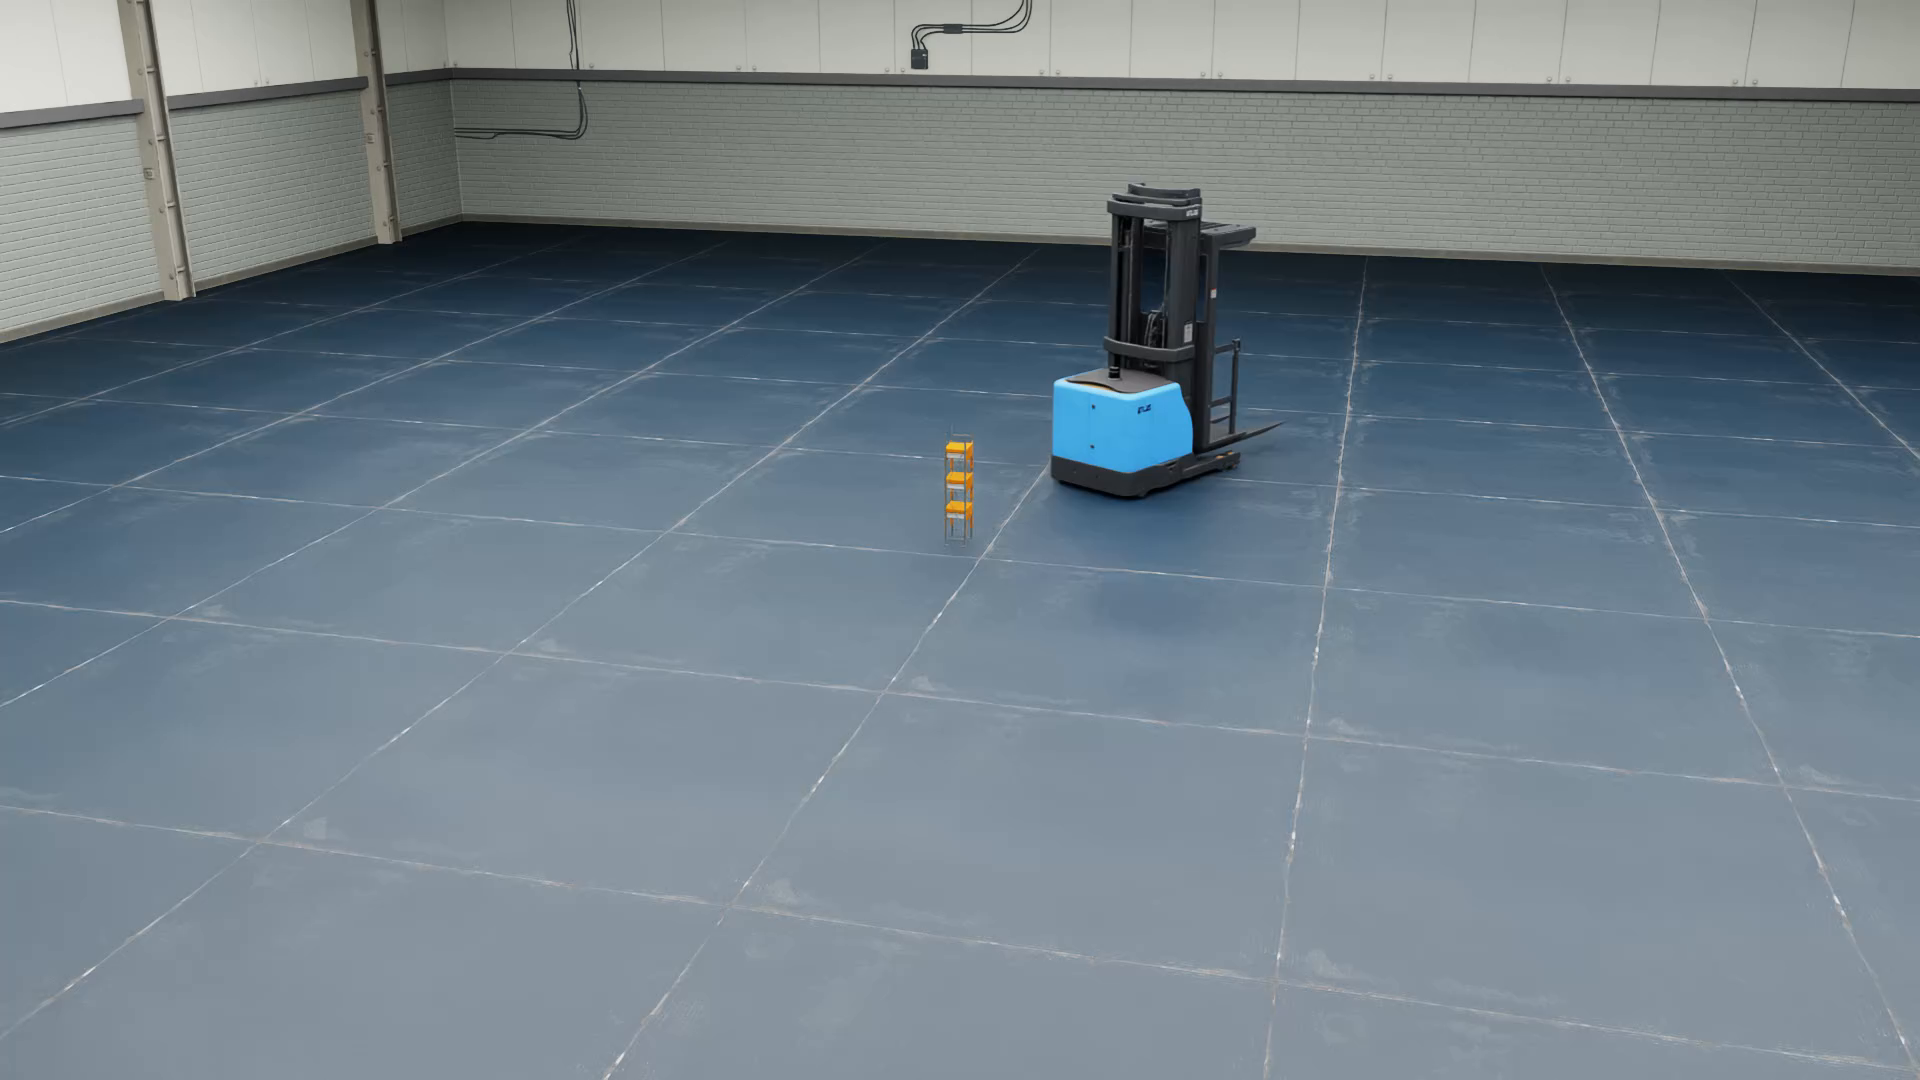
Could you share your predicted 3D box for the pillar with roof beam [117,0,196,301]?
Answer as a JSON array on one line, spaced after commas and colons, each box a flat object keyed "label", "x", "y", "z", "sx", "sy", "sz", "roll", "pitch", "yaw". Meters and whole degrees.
[{"label": "pillar with roof beam", "x": -8.294, "y": -7.785, "z": 24.121, "sx": 9.100, "sy": 9.000, "sz": 0.400, "roll": 5, "pitch": 19, "yaw": 13}]

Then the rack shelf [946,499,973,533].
[{"label": "rack shelf", "x": -0.013, "y": -0.207, "z": 15.124, "sx": 0.215, "sy": 0.259, "sz": 0.240, "roll": 5, "pitch": 19, "yaw": 13}]

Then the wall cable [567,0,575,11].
[{"label": "wall cable", "x": -6.377, "y": -11.532, "z": 32.080, "sx": 3.097, "sy": 2.526, "sz": 0.112, "roll": 5, "pitch": 19, "yaw": 13}]

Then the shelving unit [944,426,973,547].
[{"label": "shelving unit", "x": -0.013, "y": -0.480, "z": 15.031, "sx": 0.215, "sy": 1.050, "sz": 0.252, "roll": 5, "pitch": 19, "yaw": 13}]

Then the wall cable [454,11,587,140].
[{"label": "wall cable", "x": -9.001, "y": -9.355, "z": 33.522, "sx": 3.097, "sy": 2.526, "sz": 0.112, "roll": 5, "pitch": 19, "yaw": 13}]

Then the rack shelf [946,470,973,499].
[{"label": "rack shelf", "x": -0.013, "y": -0.470, "z": 15.035, "sx": 0.215, "sy": 0.259, "sz": 0.240, "roll": 5, "pitch": 19, "yaw": 13}]

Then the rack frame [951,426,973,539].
[{"label": "rack frame", "x": 0.017, "y": -0.518, "z": 15.143, "sx": 0.200, "sy": 1.050, "sz": 0.008, "roll": 5, "pitch": 19, "yaw": 13}]

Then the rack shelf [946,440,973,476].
[{"label": "rack shelf", "x": -0.013, "y": -0.739, "z": 14.943, "sx": 0.215, "sy": 0.259, "sz": 0.240, "roll": 5, "pitch": 19, "yaw": 13}]

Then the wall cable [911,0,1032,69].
[{"label": "wall cable", "x": 0.201, "y": -11.680, "z": 30.261, "sx": 2.305, "sy": 6.003, "sz": 0.169, "roll": 5, "pitch": 19, "yaw": 13}]

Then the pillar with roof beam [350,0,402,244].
[{"label": "pillar with roof beam", "x": -6.828, "y": -9.666, "z": 29.627, "sx": 9.100, "sy": 9.000, "sz": 0.400, "roll": 5, "pitch": 19, "yaw": 13}]

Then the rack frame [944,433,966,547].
[{"label": "rack frame", "x": -0.043, "y": -0.442, "z": 14.919, "sx": 0.200, "sy": 1.050, "sz": 0.008, "roll": 5, "pitch": 19, "yaw": 13}]

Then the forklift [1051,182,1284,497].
[{"label": "forklift", "x": 2.300, "y": -2.203, "z": 17.164, "sx": 1.130, "sy": 2.935, "sz": 3.031, "roll": 17, "pitch": 25, "yaw": 41}]
